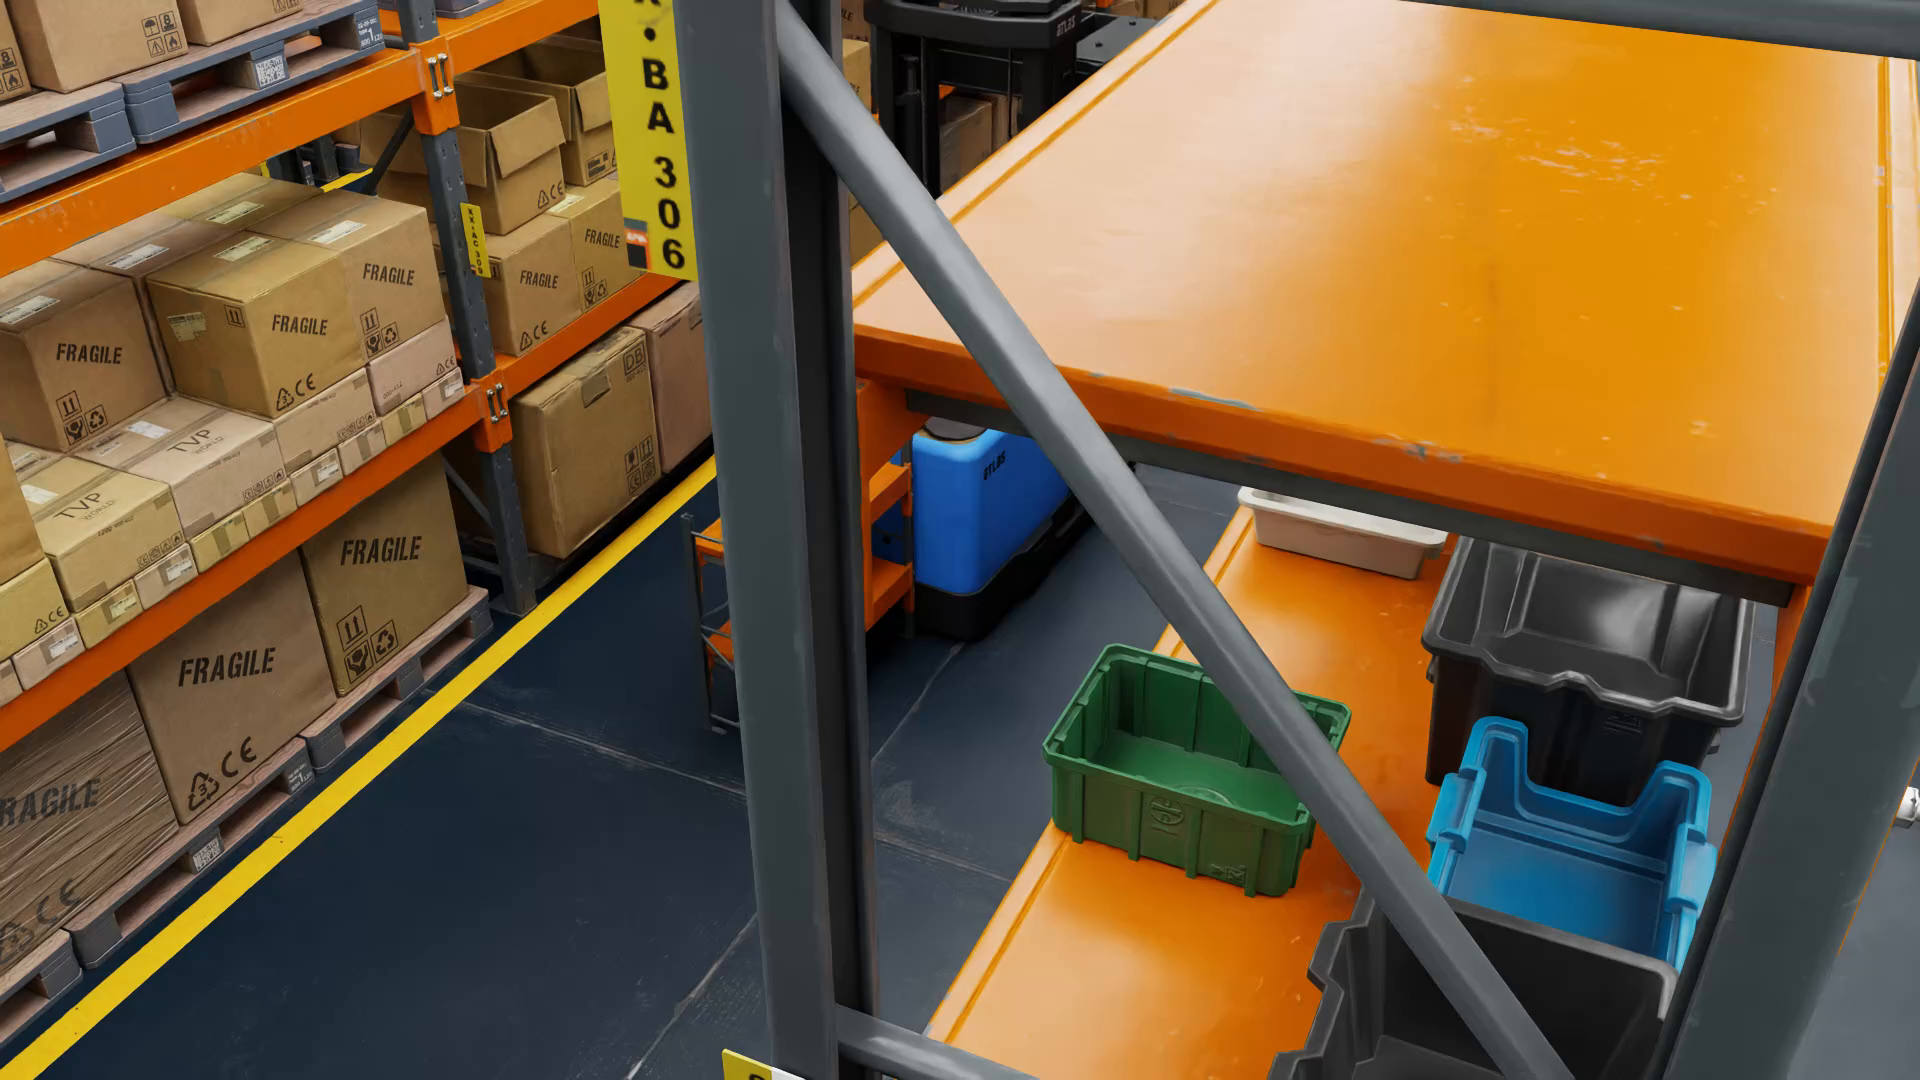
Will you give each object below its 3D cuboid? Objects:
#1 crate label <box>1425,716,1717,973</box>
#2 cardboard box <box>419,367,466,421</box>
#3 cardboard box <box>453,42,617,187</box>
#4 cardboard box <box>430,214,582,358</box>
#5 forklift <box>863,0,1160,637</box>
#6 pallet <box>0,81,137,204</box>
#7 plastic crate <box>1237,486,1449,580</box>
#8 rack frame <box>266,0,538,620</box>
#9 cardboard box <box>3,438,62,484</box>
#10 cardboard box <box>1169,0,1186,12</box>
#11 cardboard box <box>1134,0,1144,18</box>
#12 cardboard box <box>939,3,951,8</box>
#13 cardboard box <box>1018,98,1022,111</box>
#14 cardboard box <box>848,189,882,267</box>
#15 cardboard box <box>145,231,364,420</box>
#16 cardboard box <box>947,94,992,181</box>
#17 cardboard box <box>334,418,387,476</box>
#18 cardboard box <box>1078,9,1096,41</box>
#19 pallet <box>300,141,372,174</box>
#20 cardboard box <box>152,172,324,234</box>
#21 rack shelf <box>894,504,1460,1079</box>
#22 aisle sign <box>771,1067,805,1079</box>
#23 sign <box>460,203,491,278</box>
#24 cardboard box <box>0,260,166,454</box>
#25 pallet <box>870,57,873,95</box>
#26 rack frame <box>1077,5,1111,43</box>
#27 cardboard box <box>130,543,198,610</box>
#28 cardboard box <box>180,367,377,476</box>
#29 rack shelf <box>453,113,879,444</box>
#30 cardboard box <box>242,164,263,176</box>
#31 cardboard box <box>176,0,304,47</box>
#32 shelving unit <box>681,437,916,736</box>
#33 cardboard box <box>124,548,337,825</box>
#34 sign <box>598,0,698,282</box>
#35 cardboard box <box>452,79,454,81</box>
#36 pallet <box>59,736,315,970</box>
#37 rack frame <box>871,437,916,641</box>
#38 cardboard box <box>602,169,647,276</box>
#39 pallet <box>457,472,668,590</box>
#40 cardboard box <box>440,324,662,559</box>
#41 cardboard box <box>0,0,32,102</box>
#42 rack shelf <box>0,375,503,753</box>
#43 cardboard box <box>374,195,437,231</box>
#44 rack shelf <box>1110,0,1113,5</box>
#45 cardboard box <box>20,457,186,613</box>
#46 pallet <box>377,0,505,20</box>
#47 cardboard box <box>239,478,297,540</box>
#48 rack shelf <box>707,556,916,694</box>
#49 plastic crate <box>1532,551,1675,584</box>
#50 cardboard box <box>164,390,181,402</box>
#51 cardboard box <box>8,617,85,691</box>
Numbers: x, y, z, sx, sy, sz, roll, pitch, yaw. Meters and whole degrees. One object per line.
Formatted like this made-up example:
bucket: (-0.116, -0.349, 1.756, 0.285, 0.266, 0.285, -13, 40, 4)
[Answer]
crate label: (0.932, 0.541, 2.589, 0.408, 0.251, 0.502, 14, 36, 20)
cardboard box: (-2.403, -0.678, 7.277, 0.380, 0.149, 0.250, 14, 36, 21)
cardboard box: (-2.016, -2.130, 8.257, 0.797, 0.503, 0.637, 15, 36, 21)
cardboard box: (-2.154, -1.223, 7.789, 0.500, 0.500, 0.500, 14, 36, 21)
forklift: (0.321, -1.550, 8.441, 1.130, 2.935, 3.031, 17, 37, 23)
pallet: (-3.437, -1.216, 5.215, 1.003, 0.211, 1.213, 14, 36, 20)
plastic crate: (0.891, -0.111, 3.689, 0.437, 0.136, 0.530, 14, 36, 20)
rack frame: (-2.573, -1.010, 7.554, 1.000, 3.000, 0.127, 14, 36, 20)
cardboard box: (-3.645, -0.148, 6.105, 0.500, 0.250, 0.500, 14, 36, 21)
cardboard box: (1.952, -5.504, 16.305, 0.500, 0.500, 0.500, 25, 41, 32)
cardboard box: (1.399, -4.928, 15.427, 0.500, 0.500, 0.500, 11, 35, 16)
cardboard box: (0.011, -3.897, 11.711, 0.500, 0.250, 0.500, 13, 35, 19)
cardboard box: (0.281, -3.598, 13.381, 0.700, 0.500, 0.500, 14, 36, 20)
cardboard box: (-1.207, -1.950, 10.543, 1.225, 0.875, 0.875, 13, 35, 18)
cardboard box: (-2.736, -0.846, 6.486, 0.500, 0.500, 0.500, 15, 36, 21)
cardboard box: (-0.186, -3.042, 12.532, 0.700, 0.500, 0.500, 17, 37, 24)
cardboard box: (-2.618, -0.421, 6.886, 0.380, 0.149, 0.250, 14, 36, 20)
cardboard box: (0.978, -4.314, 14.491, 0.500, 0.500, 0.500, 13, 35, 19)
pallet: (-4.964, -3.399, 13.741, 1.003, 0.211, 1.213, 14, 36, 20)
cardboard box: (-3.006, -1.205, 7.034, 0.500, 0.500, 0.500, 14, 36, 20)
rack shelf: (1.089, 0.169, 3.677, 1.077, 0.370, 4.000, 14, 36, 20)
aisle sign: (-0.044, 1.000, 2.118, 0.394, 0.787, 0.004, 14, 36, 20)
sign: (-2.068, -1.278, 7.102, 0.100, 0.325, 0.005, 14, 36, 20)
cardboard box: (-3.432, -0.701, 6.266, 0.500, 0.500, 0.500, 13, 35, 19)
pallet: (-0.698, -3.301, 11.223, 1.213, 0.211, 1.003, 14, 36, 20)
rack frame: (0.774, -4.994, 13.631, 1.000, 3.000, 0.127, 14, 36, 20)
cardboard box: (-3.048, 0.089, 6.108, 0.380, 0.149, 0.250, 15, 36, 21)
cardboard box: (-2.734, -0.533, 6.693, 0.500, 0.250, 0.500, 15, 36, 22)
rack shelf: (-1.736, -1.705, 9.270, 1.077, 0.370, 4.000, 14, 36, 20)
cardboard box: (-5.400, -2.932, 12.383, 0.500, 0.500, 0.500, 14, 36, 20)
cardboard box: (-2.846, -2.120, 5.946, 0.700, 0.500, 0.500, 12, 35, 18)
shelving unit: (-0.682, 0.188, 7.438, 0.538, 1.125, 1.048, 17, 37, 23)
cardboard box: (-3.298, 0.462, 6.865, 0.875, 0.875, 0.875, 14, 36, 20)
sign: (-0.254, -0.373, 1.407, 0.100, 0.325, 0.005, 14, 36, 20)
cardboard box: (-4.663, -4.144, 14.002, 1.050, 0.750, 0.750, 15, 36, 21)
pallet: (-3.471, 1.127, 6.839, 1.003, 0.211, 1.213, 14, 36, 20)
rack frame: (-0.440, -0.057, 7.812, 0.500, 1.125, 0.032, 17, 37, 23)
cardboard box: (-1.734, -1.723, 8.551, 0.500, 0.500, 0.500, 13, 36, 19)
pallet: (-2.319, -0.245, 8.931, 1.003, 0.211, 1.213, 14, 36, 20)
cardboard box: (-2.324, -0.620, 8.515, 1.225, 0.875, 0.875, 14, 36, 21)
cardboard box: (-3.423, -1.625, 5.192, 0.700, 0.500, 0.500, 16, 36, 23)
rack shelf: (-3.410, 0.287, 6.232, 1.077, 0.370, 4.000, 14, 36, 20)
cardboard box: (-2.625, -1.347, 7.977, 0.500, 0.500, 0.500, 14, 36, 21)
rack shelf: (1.611, -5.689, 15.347, 1.077, 0.370, 4.000, 14, 36, 20)
cardboard box: (-3.162, -0.027, 5.921, 0.500, 0.250, 0.500, 13, 36, 20)
pallet: (-2.234, -2.652, 7.498, 0.805, 0.209, 1.217, 13, 35, 19)
cardboard box: (-2.833, -0.165, 6.495, 0.380, 0.149, 0.250, 15, 36, 21)
rack shelf: (-0.682, 0.392, 7.572, 0.538, 0.278, 1.000, 17, 37, 23)
plastic crate: (1.460, -0.119, 3.568, 0.437, 0.282, 0.530, 14, 36, 20)
cardboard box: (-3.220, -0.651, 6.872, 0.500, 0.250, 0.500, 14, 36, 20)
cardboard box: (-3.263, 0.346, 5.716, 0.380, 0.149, 0.250, 14, 36, 20)
